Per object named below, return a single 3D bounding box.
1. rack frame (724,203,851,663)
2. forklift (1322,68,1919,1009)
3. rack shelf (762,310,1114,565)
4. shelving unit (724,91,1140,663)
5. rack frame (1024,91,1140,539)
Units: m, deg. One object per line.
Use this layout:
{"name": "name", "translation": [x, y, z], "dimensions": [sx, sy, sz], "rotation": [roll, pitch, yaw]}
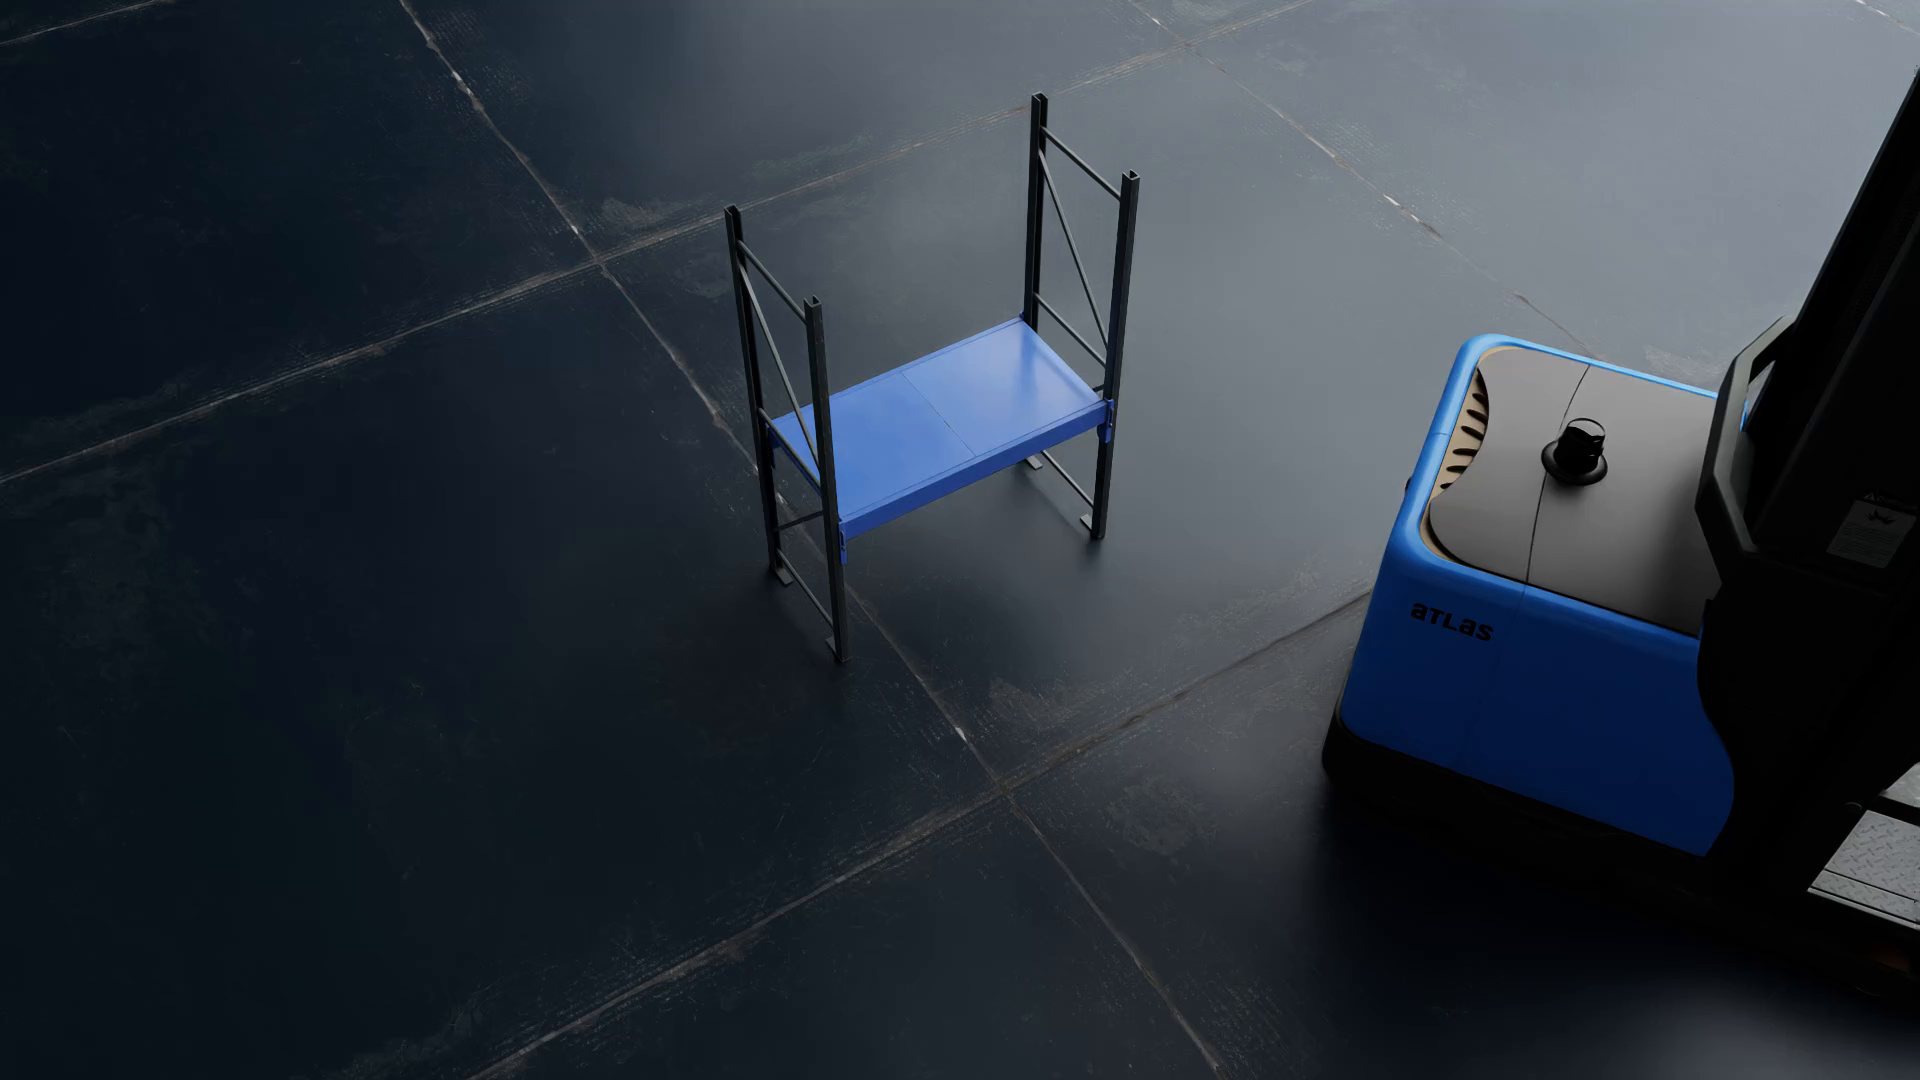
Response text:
{"name": "rack frame", "translation": [-0.502, -0.262, 4.979], "dimensions": [0.032, 1.500, 0.500], "rotation": [-25, 53, -21]}
{"name": "forklift", "translation": [2.662, -0.106, 3.881], "dimensions": [3.031, 2.935, 1.130], "rotation": [19, 51, 16]}
{"name": "rack shelf", "translation": [-0.072, -0.345, 5.294], "dimensions": [1.000, 0.185, 0.538], "rotation": [-25, 53, -21]}
{"name": "shelving unit", "translation": [-0.072, -0.465, 5.160], "dimensions": [1.048, 1.500, 0.538], "rotation": [-25, 53, -21]}
{"name": "rack frame", "translation": [0.358, -0.667, 5.340], "dimensions": [0.032, 1.500, 0.500], "rotation": [-25, 53, -21]}
